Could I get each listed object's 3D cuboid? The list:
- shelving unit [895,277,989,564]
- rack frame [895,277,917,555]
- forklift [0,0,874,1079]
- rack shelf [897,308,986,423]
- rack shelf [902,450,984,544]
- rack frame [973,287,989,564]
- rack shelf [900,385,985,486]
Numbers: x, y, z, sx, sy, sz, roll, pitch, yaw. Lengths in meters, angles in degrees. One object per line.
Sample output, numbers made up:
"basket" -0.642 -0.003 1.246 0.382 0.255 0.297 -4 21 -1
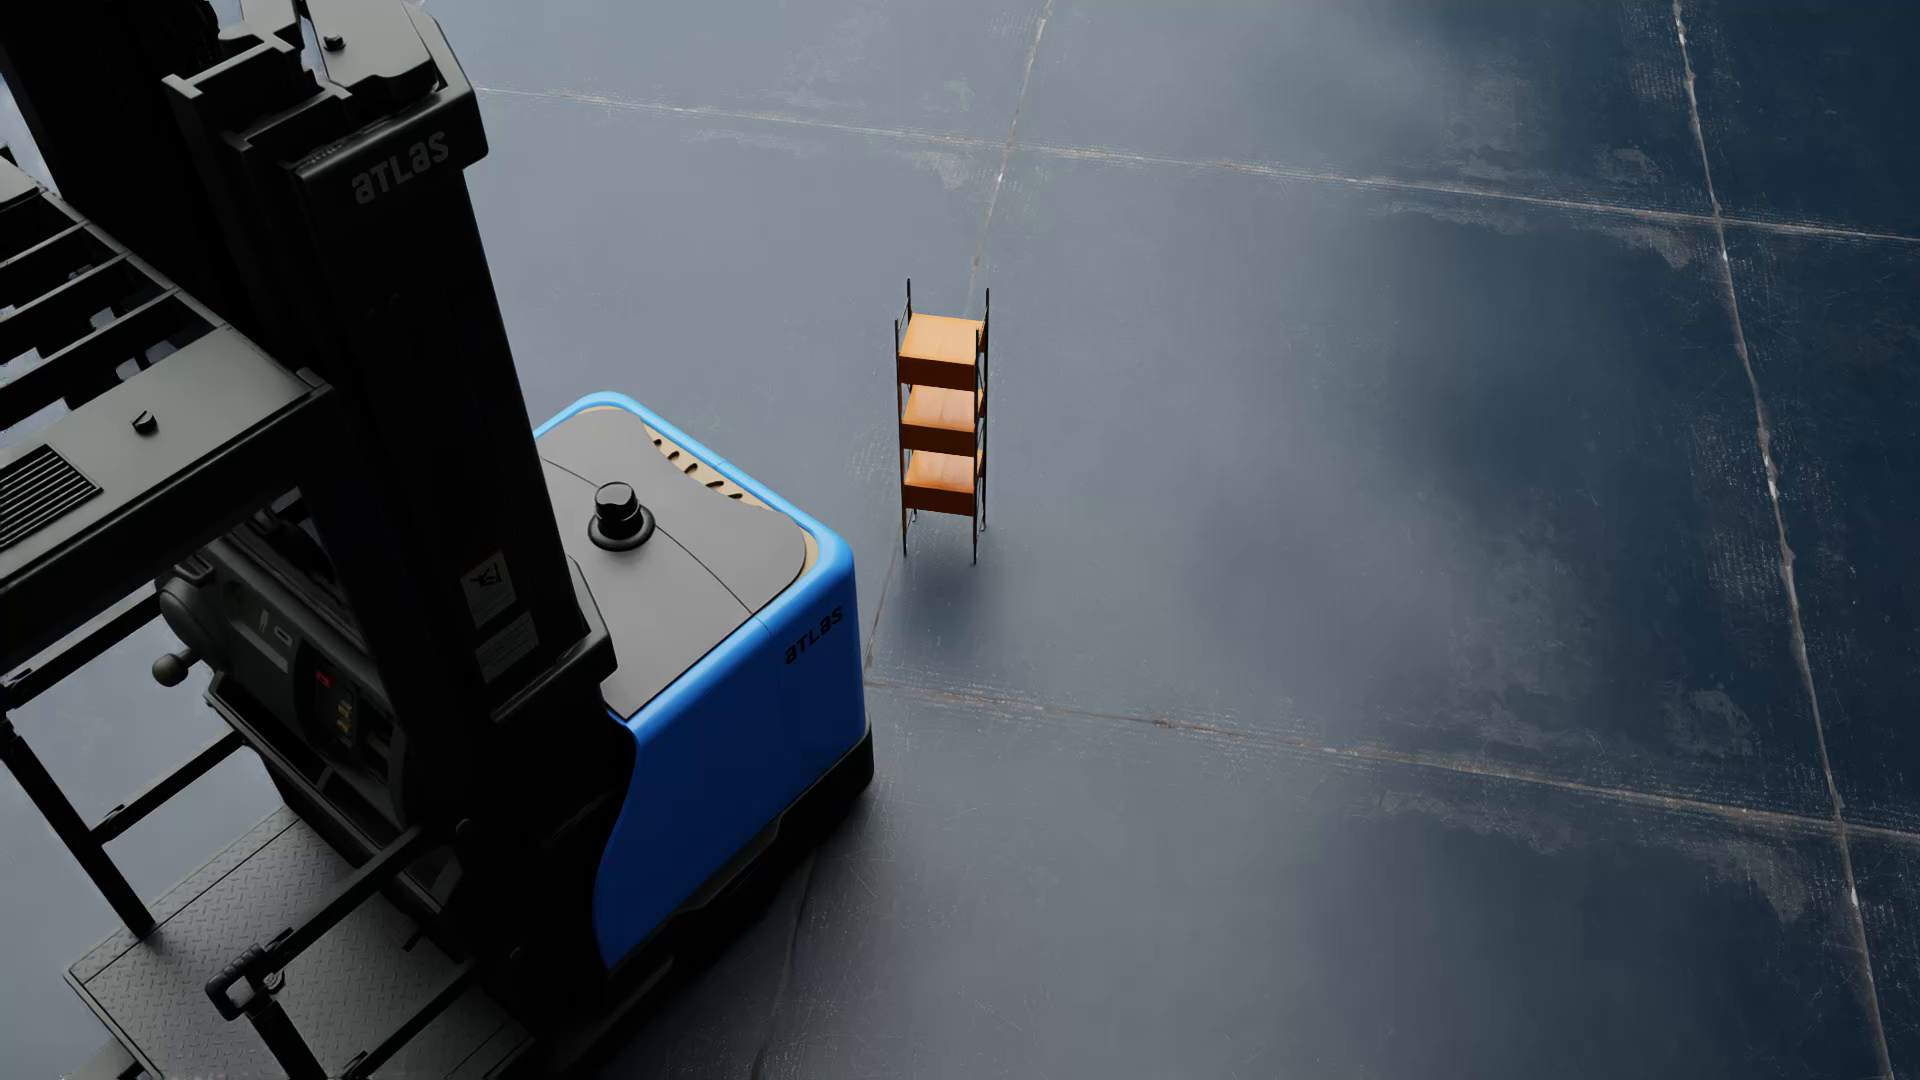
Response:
"shelving unit" -0.053 -0.358 5.366 0.252 1.050 0.215 8 49 7
"rack frame" -0.173 -0.374 5.380 0.008 1.050 0.200 8 49 7
"forklift" -1.598 0.358 3.458 1.130 2.935 3.031 32 56 26
"rack shelf" -0.053 -0.541 5.163 0.240 0.259 0.215 8 49 7
"rack shelf" -0.053 -0.165 5.580 0.240 0.259 0.215 8 49 7
"rack frame" 0.067 -0.342 5.351 0.008 1.050 0.200 8 49 7
"rack shelf" -0.053 -0.351 5.374 0.240 0.259 0.215 8 49 7
